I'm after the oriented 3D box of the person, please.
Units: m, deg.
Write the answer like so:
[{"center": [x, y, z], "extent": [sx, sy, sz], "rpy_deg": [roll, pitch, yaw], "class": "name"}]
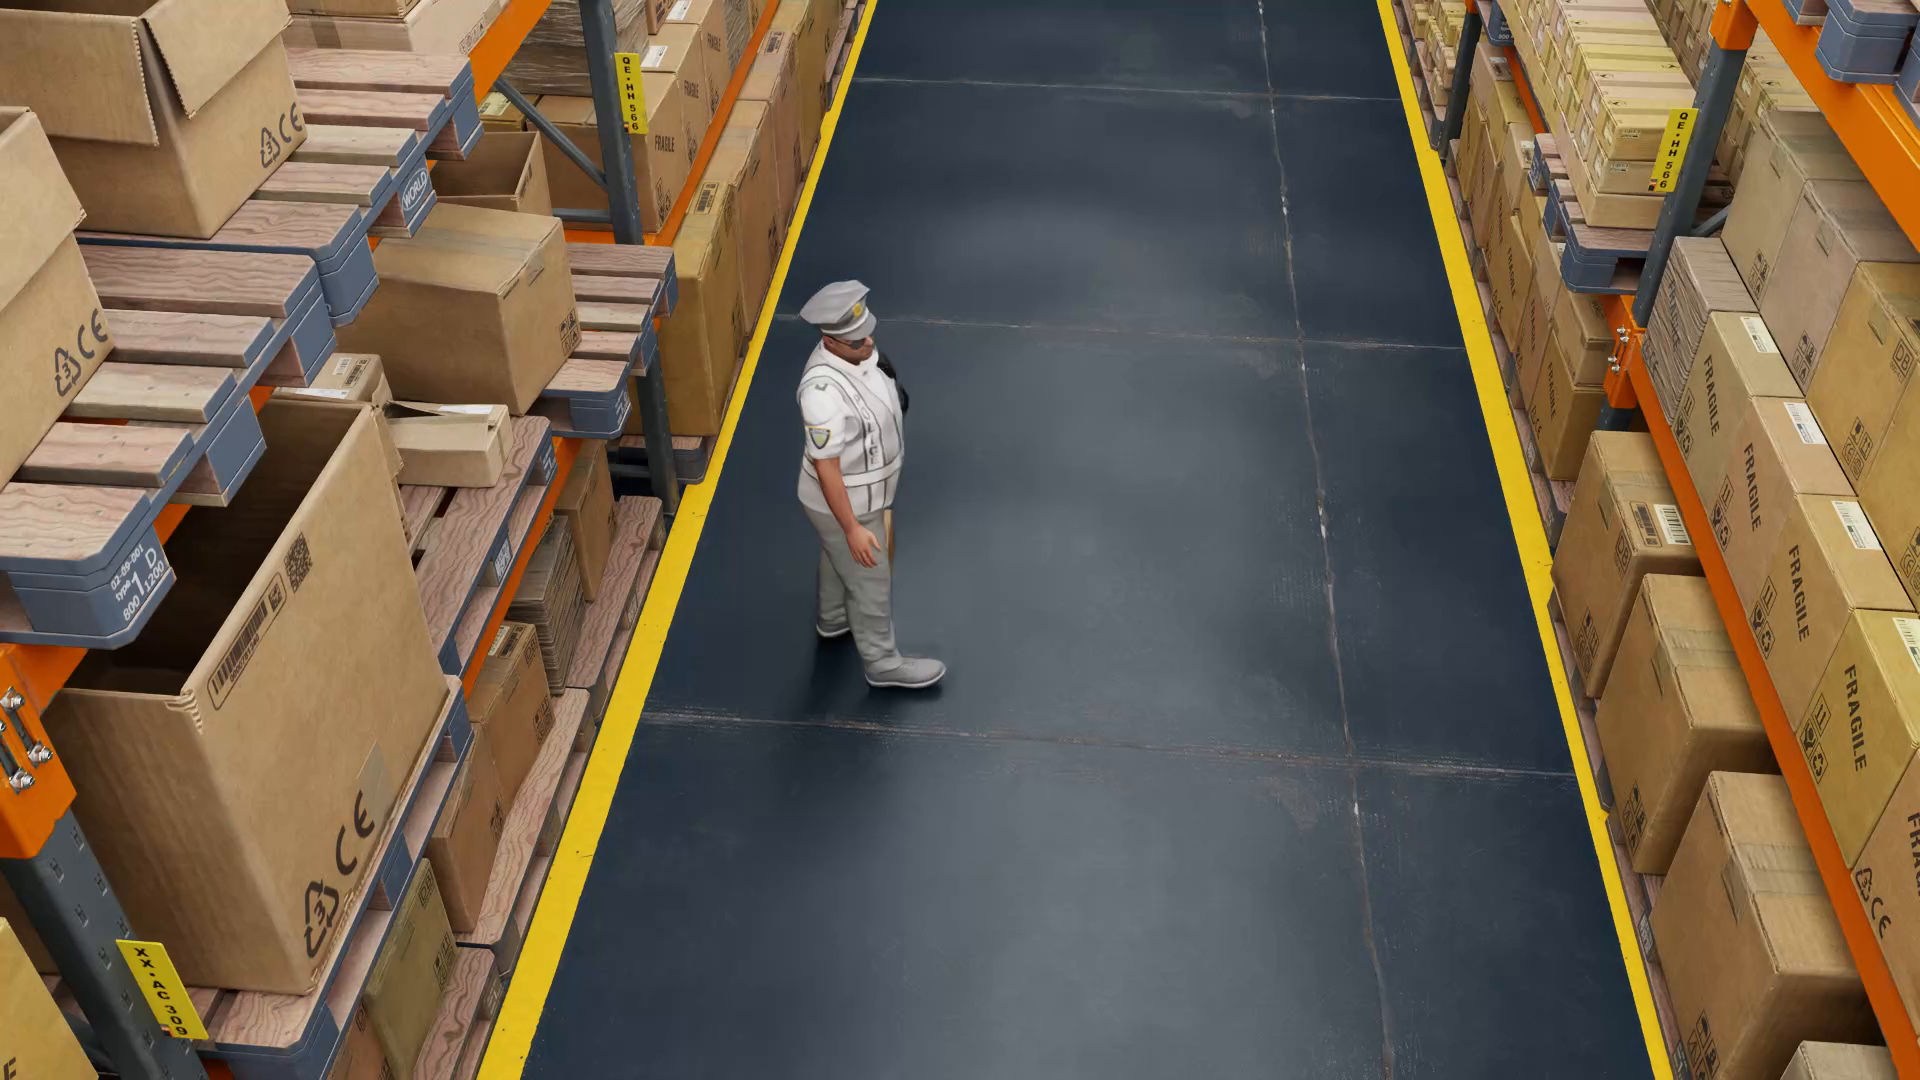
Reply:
[{"center": [-0.331, -0.189, 6.335], "extent": [0.574, 1.764, 0.627], "rpy_deg": [4, 40, 5], "class": "person"}]
